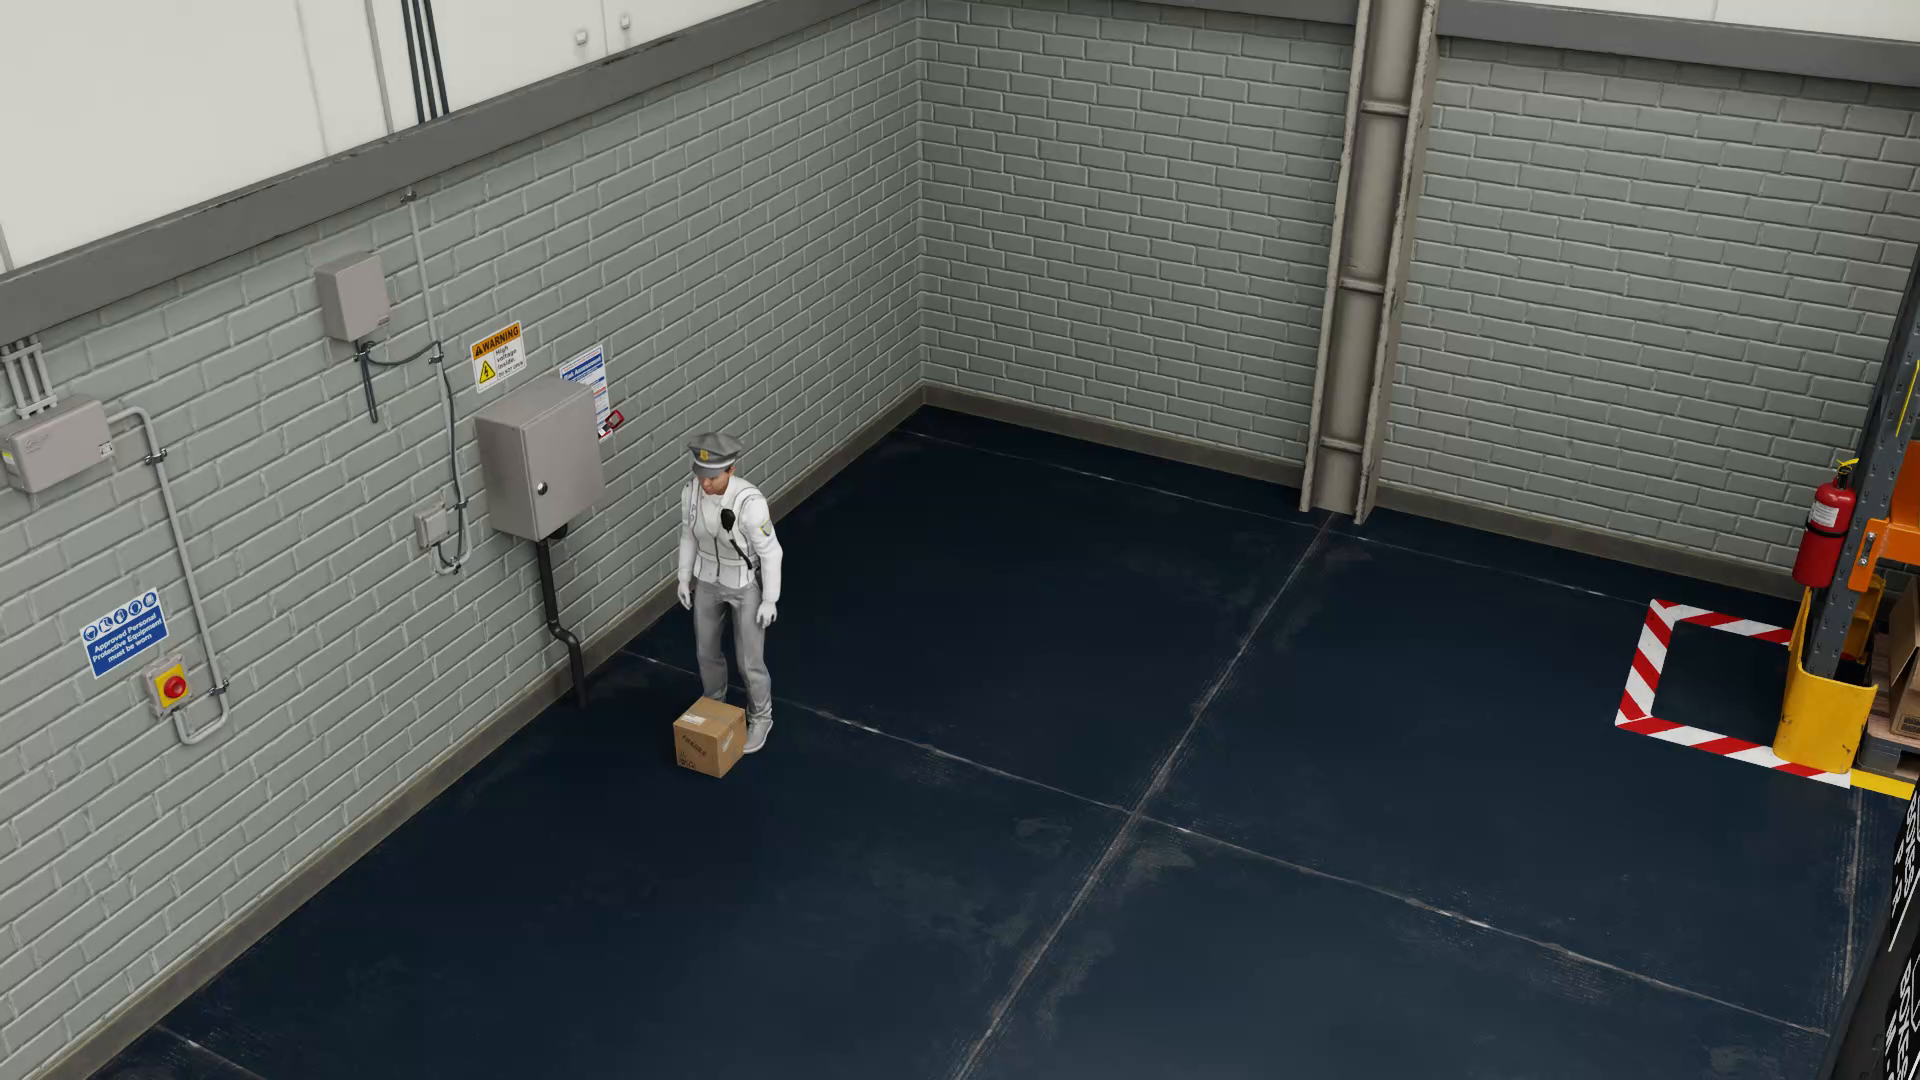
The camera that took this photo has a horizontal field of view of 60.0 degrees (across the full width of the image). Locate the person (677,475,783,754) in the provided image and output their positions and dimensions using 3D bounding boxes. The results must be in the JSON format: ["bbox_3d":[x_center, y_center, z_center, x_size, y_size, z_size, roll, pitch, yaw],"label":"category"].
[{"bbox_3d":[-1.091,0.319,7.933,0.547,1.463,0.353,13,33,21],"label":"person"}]
